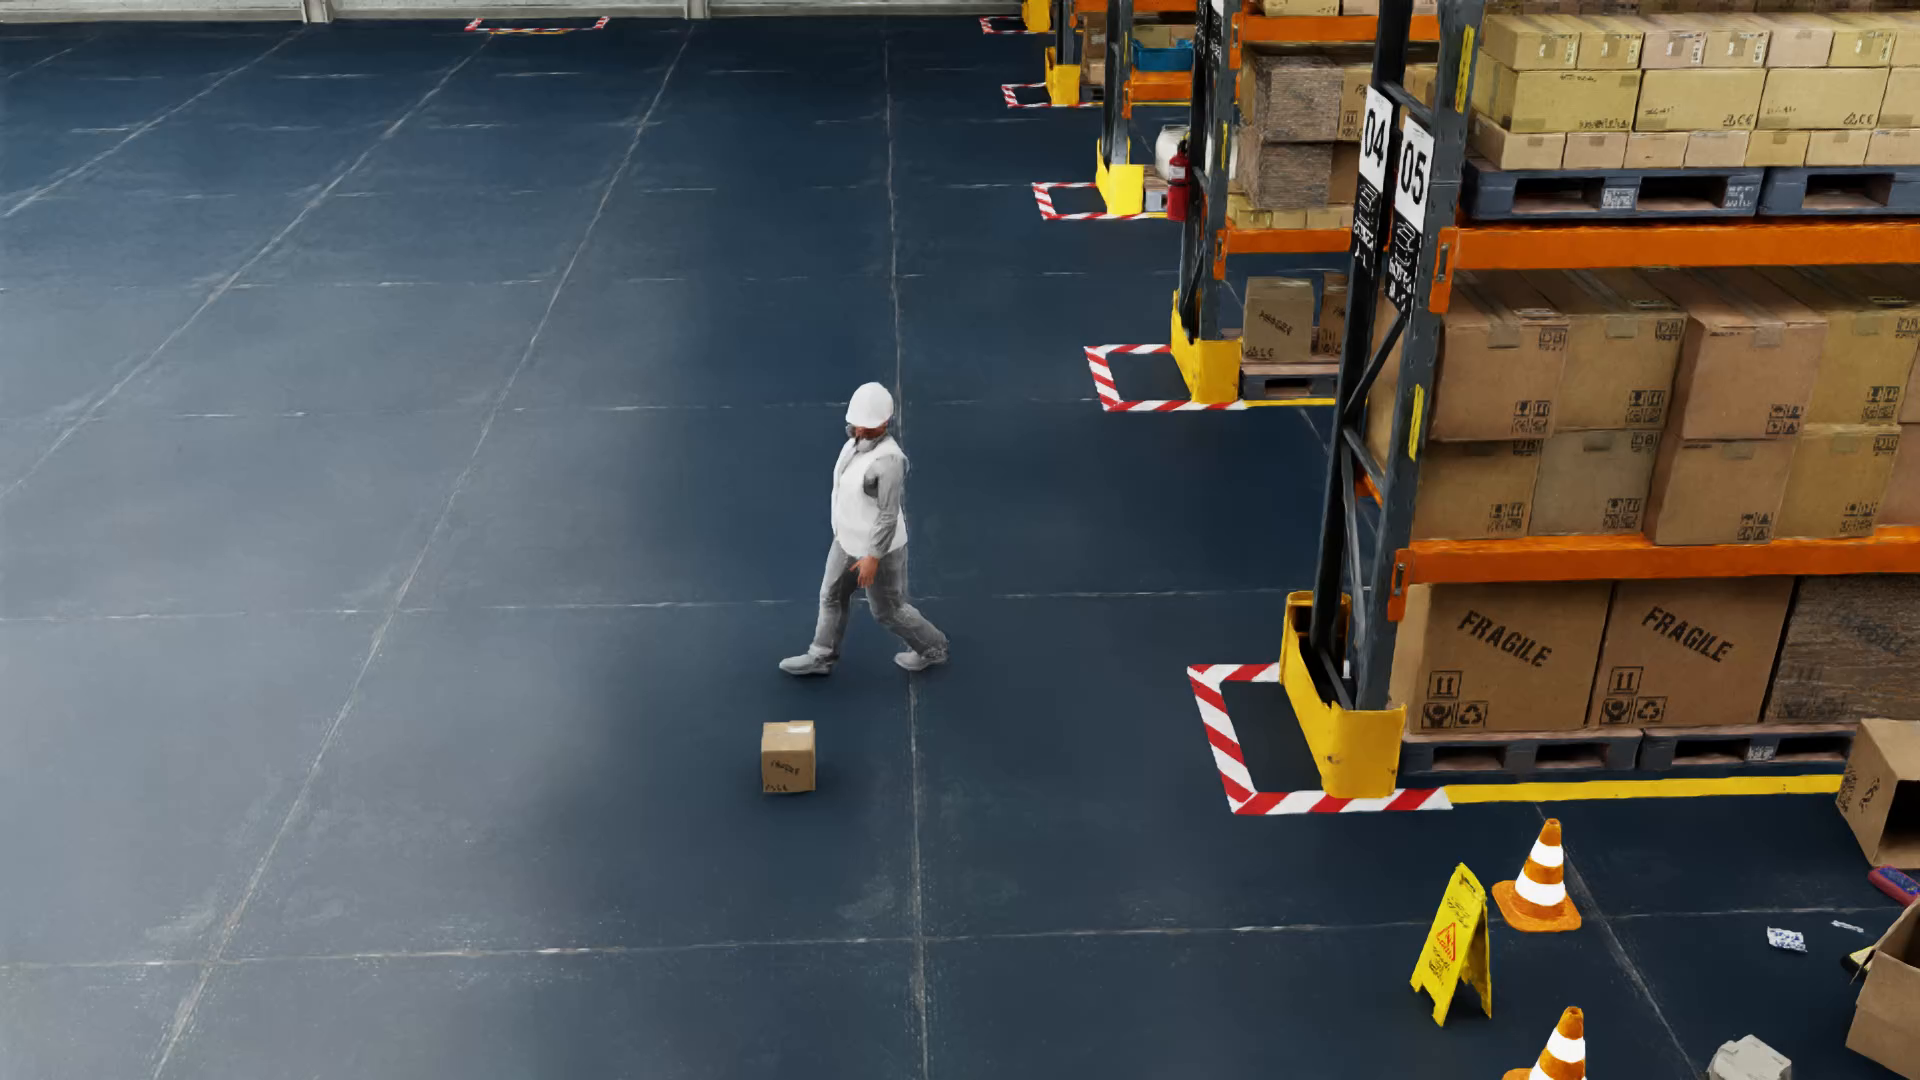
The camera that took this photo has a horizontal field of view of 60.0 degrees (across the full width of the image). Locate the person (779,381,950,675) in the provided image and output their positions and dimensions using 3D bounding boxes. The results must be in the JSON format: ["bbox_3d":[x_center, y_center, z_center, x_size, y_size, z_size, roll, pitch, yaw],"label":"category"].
[{"bbox_3d":[-0.493,-0.013,8.634,0.891,1.737,0.589,-11,29,-21],"label":"person"}]
